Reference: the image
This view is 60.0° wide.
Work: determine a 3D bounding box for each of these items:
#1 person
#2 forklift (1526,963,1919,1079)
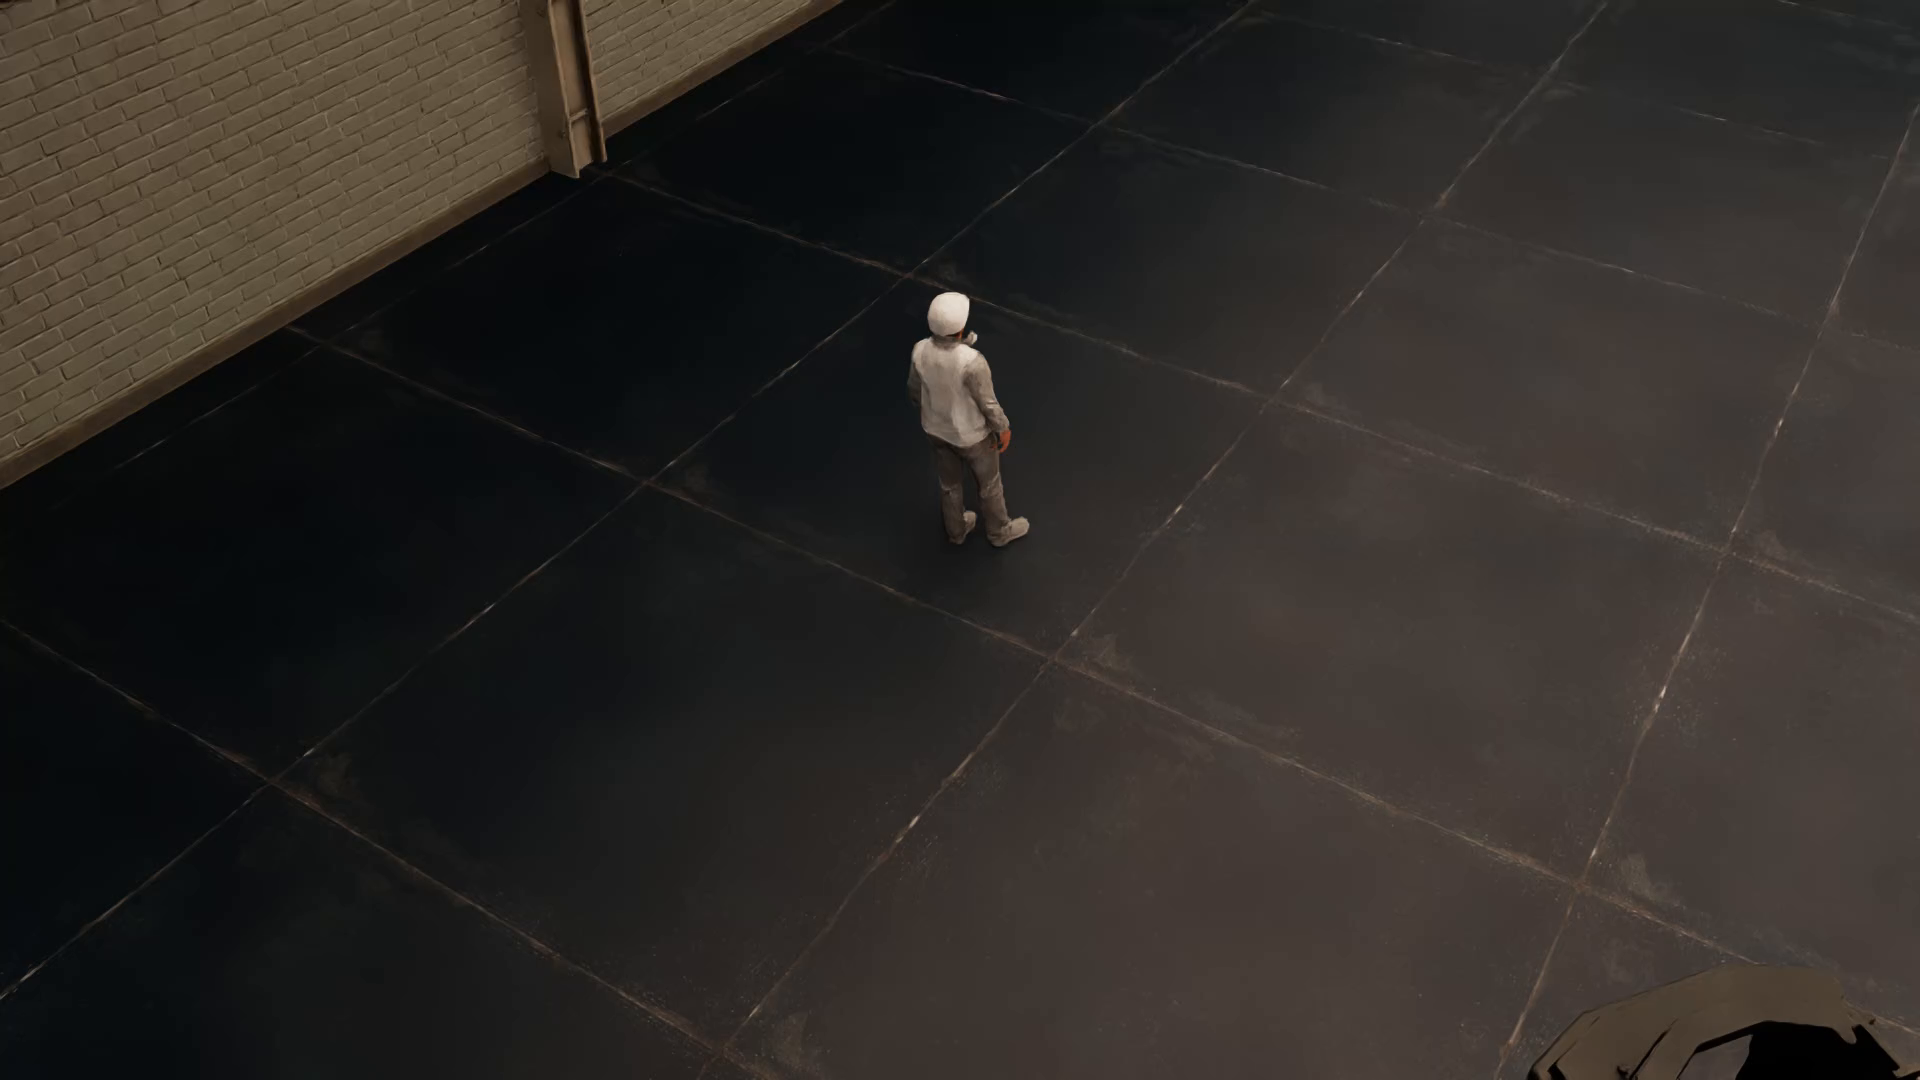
[{"bbox_3d":[0.040,-0.714,9.693,0.632,1.773,0.567,22,45,24],"label":"person"},{"bbox_3d":[2.156,2.720,4.757,1.130,2.935,3.031,-13,42,-15],"label":"forklift"}]
